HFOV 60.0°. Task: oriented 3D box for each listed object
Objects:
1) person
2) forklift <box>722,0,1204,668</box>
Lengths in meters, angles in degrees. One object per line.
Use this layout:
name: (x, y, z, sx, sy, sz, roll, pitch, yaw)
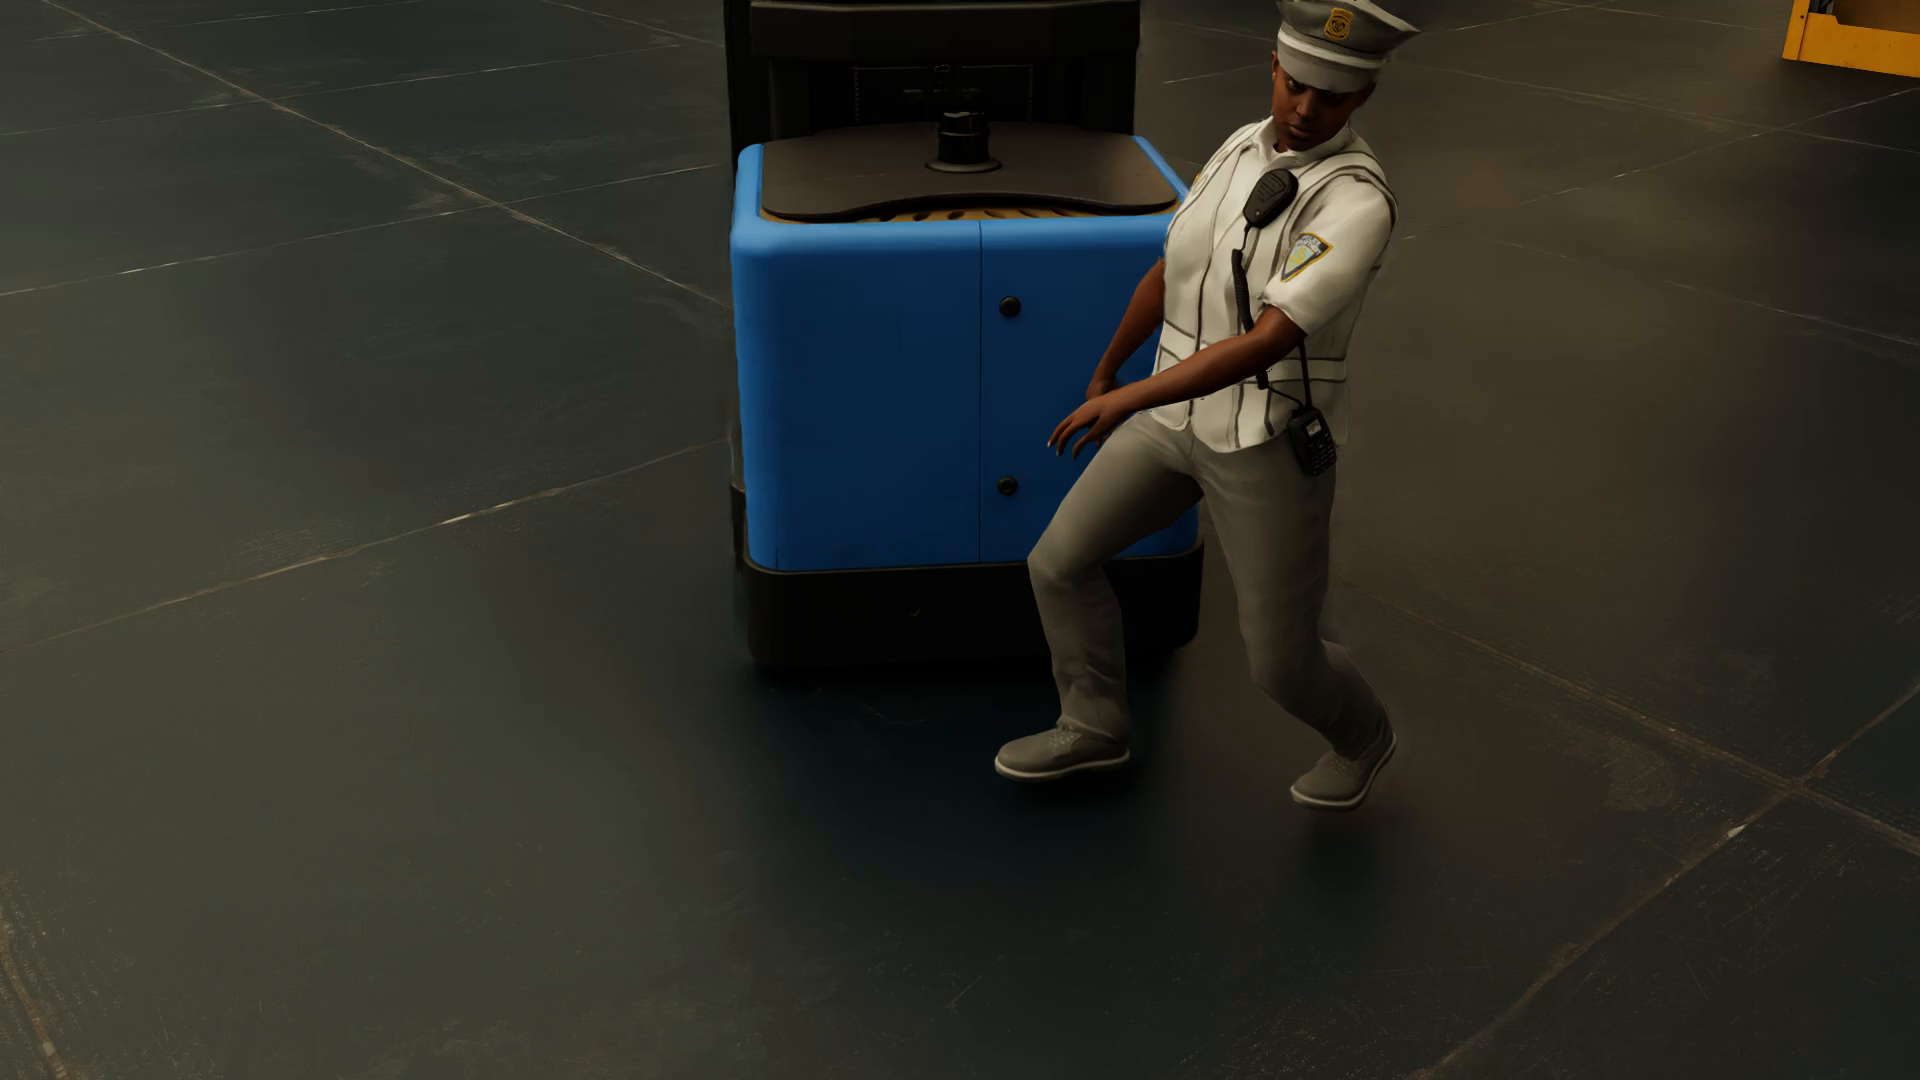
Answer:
person: (0.450, -0.214, 3.075, 0.752, 1.563, 0.643, -18, 32, -32)
forklift: (-0.099, -1.647, 4.523, 1.130, 2.935, 3.031, -2, 26, -5)
